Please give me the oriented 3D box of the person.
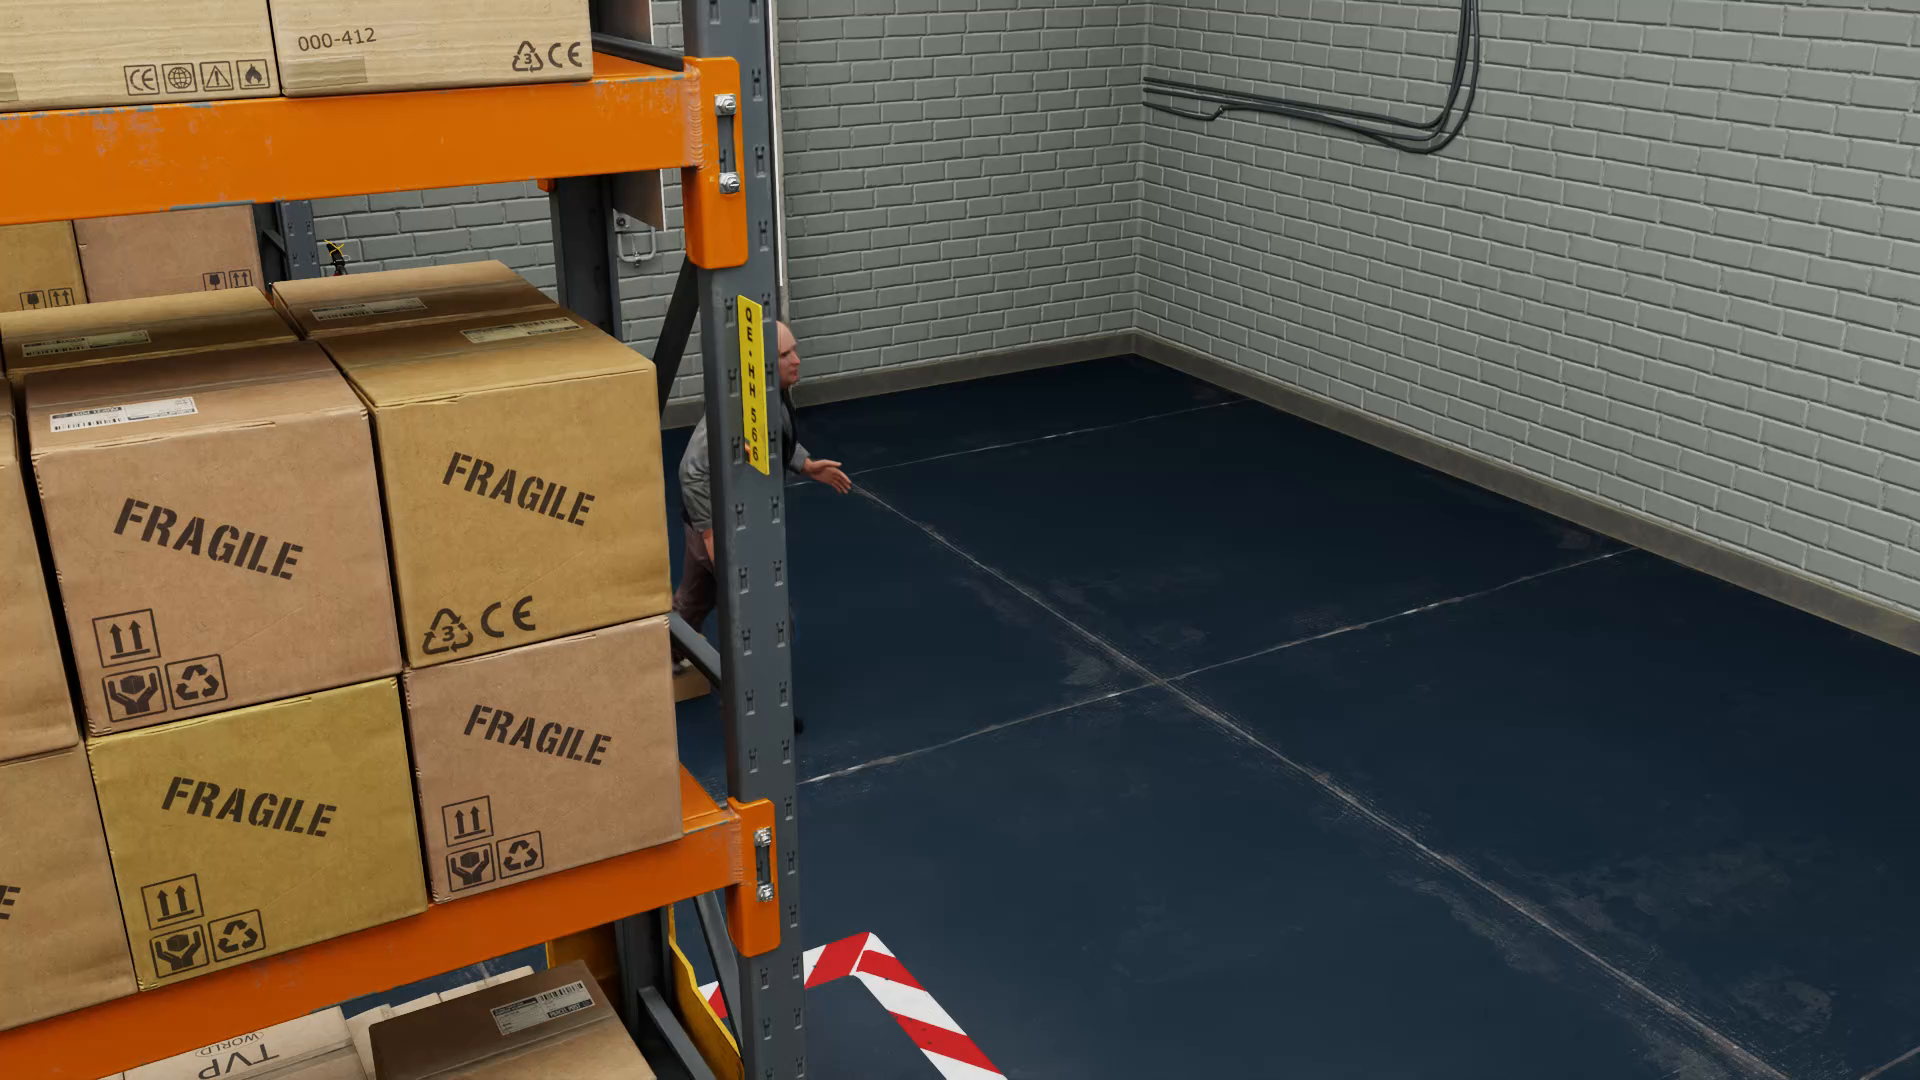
[{"bbox_3d":[-0.846,-0.057,6.357,0.866,1.656,0.701,-1,22,-3],"label":"person"}]
